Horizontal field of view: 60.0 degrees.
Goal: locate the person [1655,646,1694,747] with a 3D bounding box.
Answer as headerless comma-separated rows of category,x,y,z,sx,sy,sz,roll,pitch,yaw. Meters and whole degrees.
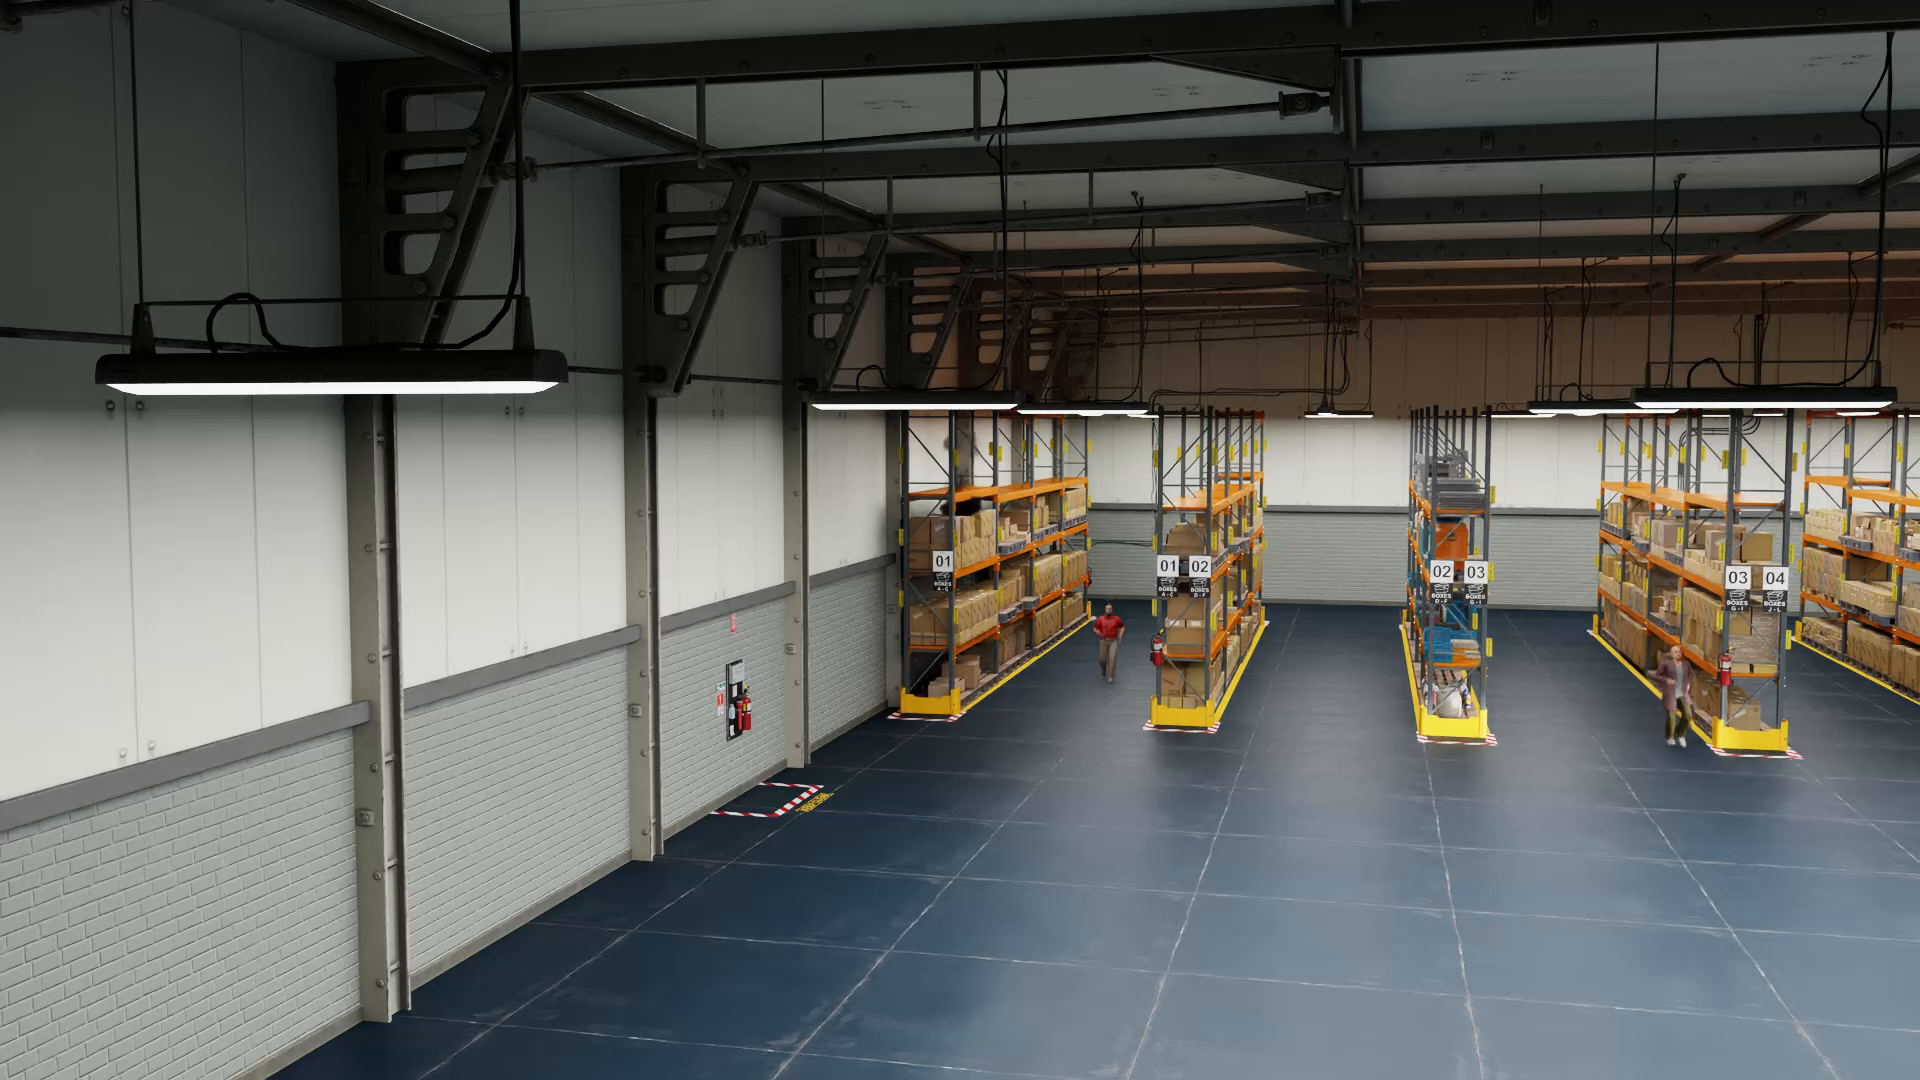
person,12.586,2.760,29.185,0.715,1.787,0.631,0,4,2

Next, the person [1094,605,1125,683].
person,3.279,2.258,36.536,0.674,1.682,0.782,0,4,6
